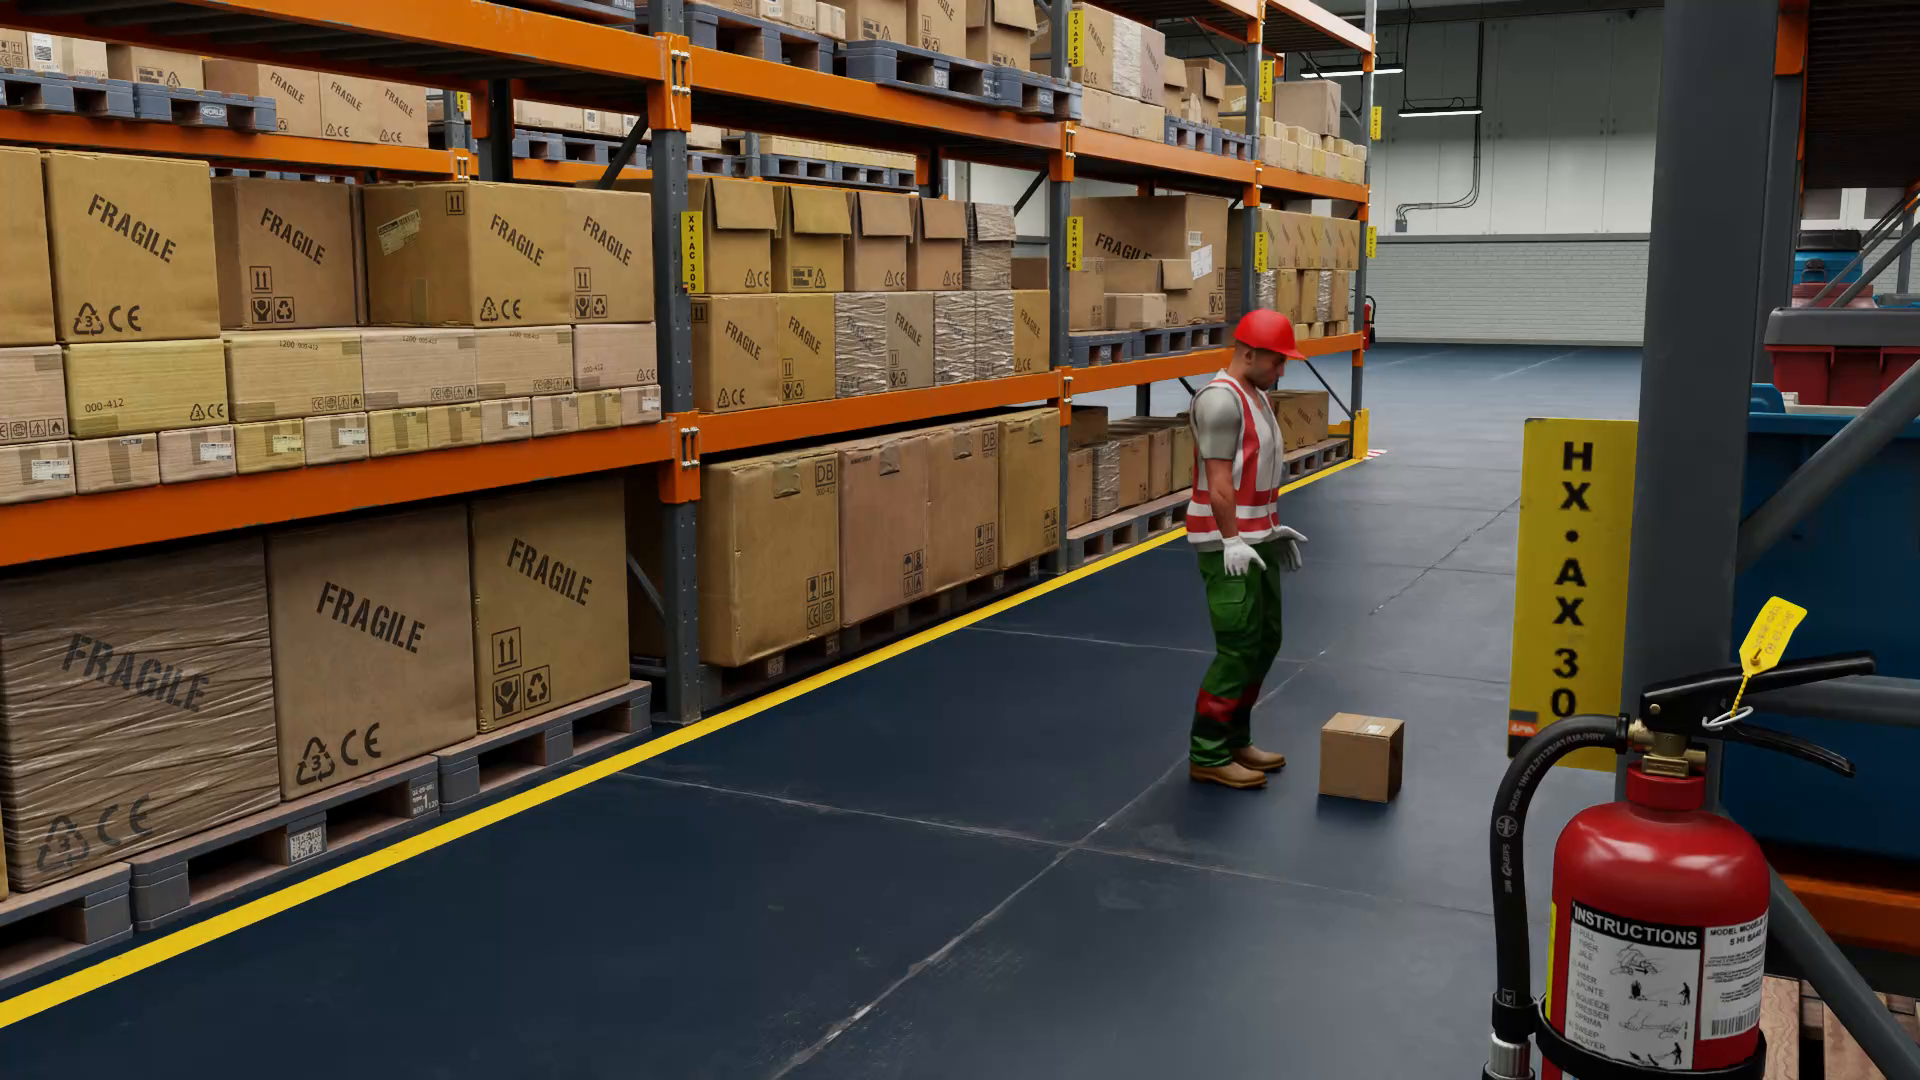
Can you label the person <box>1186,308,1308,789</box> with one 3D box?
[{"bbox_3d":[1.073,0.020,6.241,0.400,1.762,0.534,5,10,27],"label":"person"}]
